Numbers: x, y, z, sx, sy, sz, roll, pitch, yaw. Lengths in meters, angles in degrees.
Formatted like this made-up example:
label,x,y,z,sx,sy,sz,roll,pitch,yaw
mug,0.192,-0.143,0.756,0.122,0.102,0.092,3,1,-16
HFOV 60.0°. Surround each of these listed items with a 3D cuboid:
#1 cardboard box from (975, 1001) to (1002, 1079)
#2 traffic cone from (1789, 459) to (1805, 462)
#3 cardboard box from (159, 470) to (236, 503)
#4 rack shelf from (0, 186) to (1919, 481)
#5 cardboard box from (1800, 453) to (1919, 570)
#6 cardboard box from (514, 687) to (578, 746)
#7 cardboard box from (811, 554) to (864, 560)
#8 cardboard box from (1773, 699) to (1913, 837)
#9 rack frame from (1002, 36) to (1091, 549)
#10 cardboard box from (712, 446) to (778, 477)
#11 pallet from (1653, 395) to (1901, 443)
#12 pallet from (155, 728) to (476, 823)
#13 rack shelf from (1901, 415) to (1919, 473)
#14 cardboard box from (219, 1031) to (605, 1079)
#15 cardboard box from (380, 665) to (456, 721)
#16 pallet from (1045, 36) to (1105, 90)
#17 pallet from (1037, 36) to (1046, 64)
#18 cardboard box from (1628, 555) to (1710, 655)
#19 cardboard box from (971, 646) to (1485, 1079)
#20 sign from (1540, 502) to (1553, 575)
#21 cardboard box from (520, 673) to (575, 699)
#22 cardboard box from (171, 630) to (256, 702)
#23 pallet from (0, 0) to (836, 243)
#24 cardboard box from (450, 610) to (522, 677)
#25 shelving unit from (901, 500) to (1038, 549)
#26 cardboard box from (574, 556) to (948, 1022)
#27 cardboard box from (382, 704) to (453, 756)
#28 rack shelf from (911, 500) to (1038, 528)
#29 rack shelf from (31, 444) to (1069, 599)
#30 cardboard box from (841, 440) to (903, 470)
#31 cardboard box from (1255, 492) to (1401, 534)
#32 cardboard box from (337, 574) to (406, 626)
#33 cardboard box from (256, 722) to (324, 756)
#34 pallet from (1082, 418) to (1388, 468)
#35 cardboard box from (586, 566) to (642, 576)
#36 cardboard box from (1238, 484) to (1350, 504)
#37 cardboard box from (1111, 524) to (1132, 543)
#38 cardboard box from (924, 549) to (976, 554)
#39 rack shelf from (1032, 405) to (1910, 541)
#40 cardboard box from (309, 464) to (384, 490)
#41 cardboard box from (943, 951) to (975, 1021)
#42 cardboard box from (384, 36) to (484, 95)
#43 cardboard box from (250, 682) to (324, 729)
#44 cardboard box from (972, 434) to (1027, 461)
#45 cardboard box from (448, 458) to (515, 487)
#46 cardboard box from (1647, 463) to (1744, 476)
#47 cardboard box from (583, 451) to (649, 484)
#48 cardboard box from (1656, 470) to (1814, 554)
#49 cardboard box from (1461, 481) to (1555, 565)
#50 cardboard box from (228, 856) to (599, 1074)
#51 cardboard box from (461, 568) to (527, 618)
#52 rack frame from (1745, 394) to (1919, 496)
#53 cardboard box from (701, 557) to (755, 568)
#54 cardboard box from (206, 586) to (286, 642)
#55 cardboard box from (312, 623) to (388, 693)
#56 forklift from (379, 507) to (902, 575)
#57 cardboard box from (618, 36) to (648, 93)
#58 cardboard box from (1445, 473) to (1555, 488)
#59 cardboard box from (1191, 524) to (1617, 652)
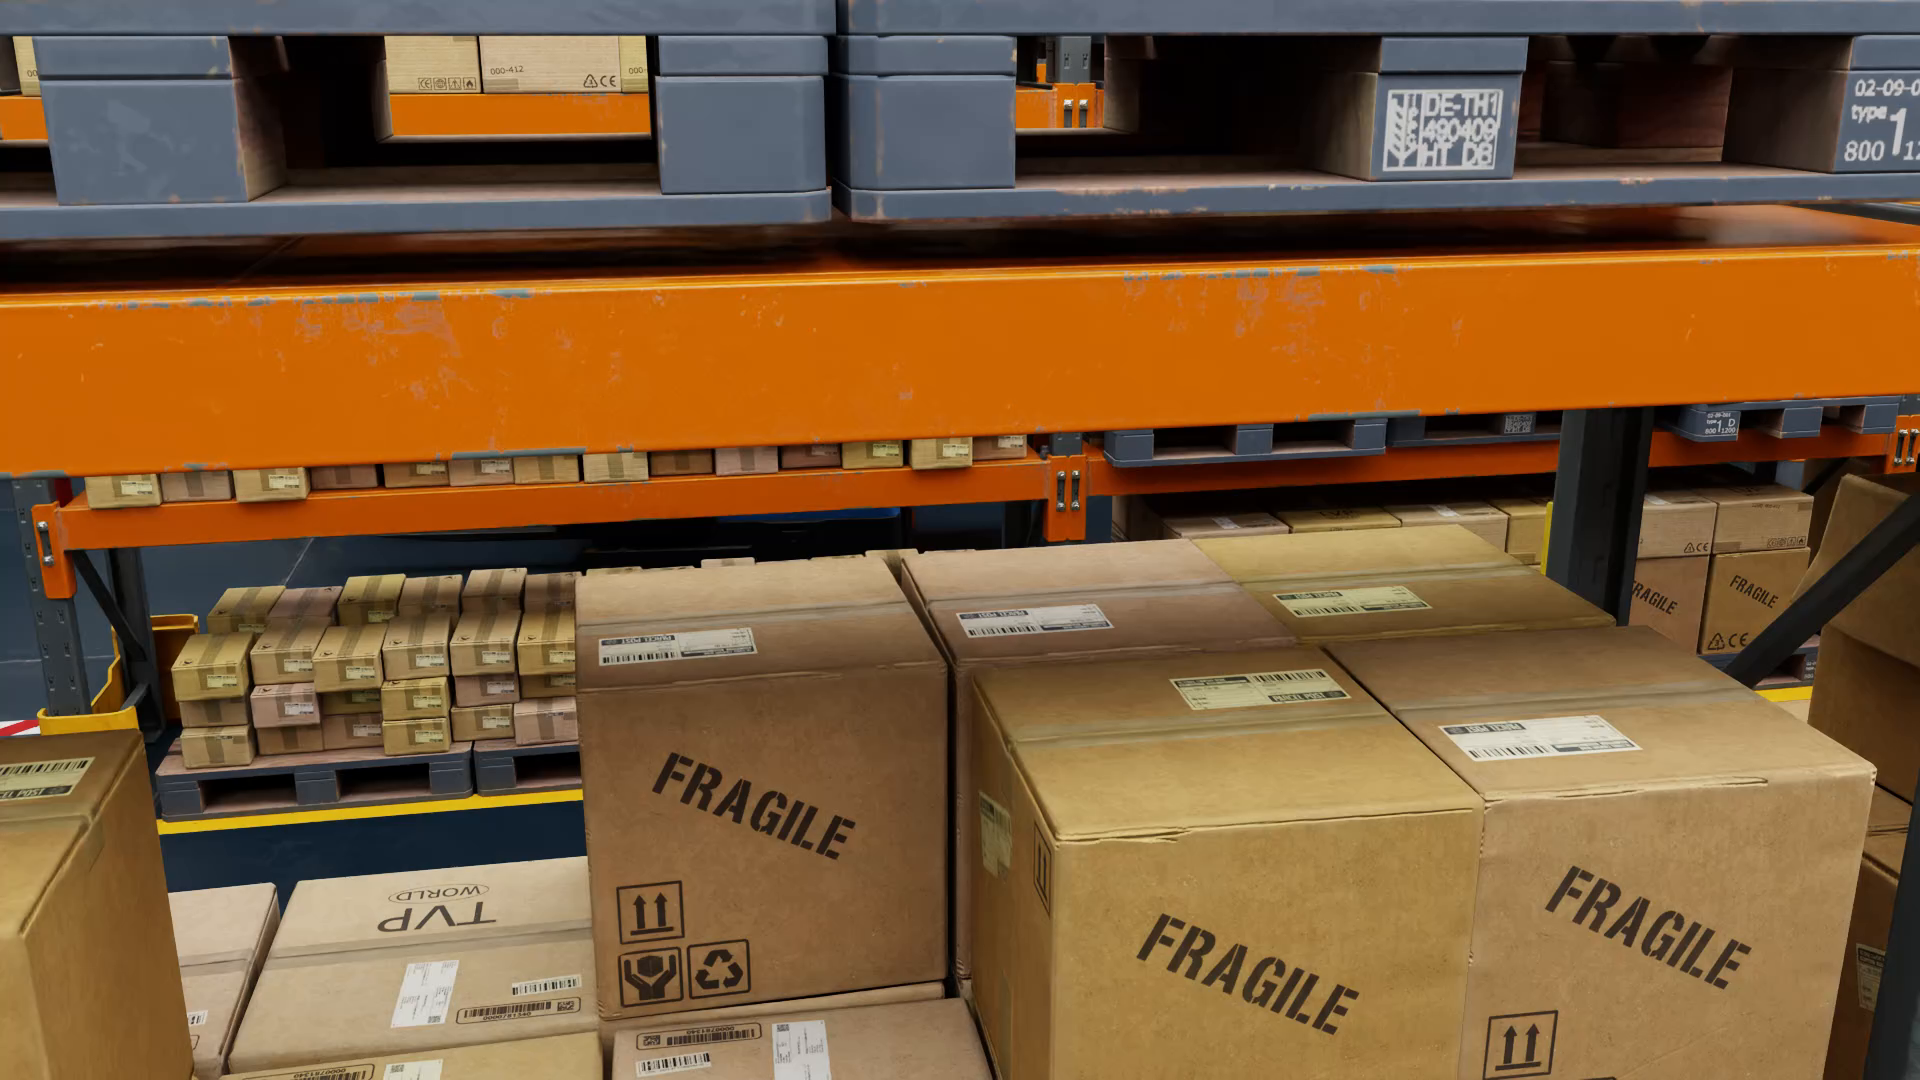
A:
label,x,y,z,sx,sy,sz,roll,pitch,yaw
cardboard box,0.308,0.830,2.249,0.500,0.250,0.500,-3,17,-9
traffic cone,6.222,-0.846,12.279,0.334,0.463,0.336,-3,17,-10
cardboard box,-2.948,-0.271,6.515,0.250,0.149,0.380,-3,17,-8
rack shelf,-0.765,-0.208,1.996,4.000,0.370,1.077,-3,17,-10
cardboard box,4.899,-0.021,8.387,0.750,0.750,1.050,-3,17,-11
cardboard box,-1.746,0.716,7.012,0.250,0.149,0.380,-4,18,-13
cardboard box,-0.541,0.199,7.682,0.250,0.149,0.380,-3,17,-11
cardboard box,1.606,0.618,3.020,0.500,0.500,0.500,-3,17,-10
rack frame,0.357,-0.665,7.367,0.127,3.000,1.000,-3,17,-10
cardboard box,-0.904,-0.387,6.890,0.250,0.149,0.380,-4,18,-13
pallet,3.605,-0.725,7.891,1.003,0.211,1.213,-3,17,-10
pallet,-2.691,0.852,7.179,1.213,0.211,1.003,-3,17,-10
rack shelf,6.248,-0.655,8.561,4.000,0.370,1.077,-3,17,-10
cardboard box,-0.692,0.886,2.068,0.500,0.250,0.500,-4,17,-12
cardboard box,-2.231,0.602,6.878,0.250,0.149,0.380,-3,17,-9
pallet,0.984,-2.012,6.966,1.003,0.211,1.213,-3,17,-10
pallet,0.210,-3.494,11.795,1.217,0.209,0.805,-4,18,-13
cardboard box,3.178,0.247,7.942,0.500,0.500,0.500,-3,17,-8
cardboard box,0.306,0.471,2.140,0.500,0.500,0.500,-3,17,-10
sign,1.086,0.099,3.043,0.005,0.325,0.100,-3,17,-10
cardboard box,-1.731,0.532,7.103,0.250,0.149,0.380,-2,17,-8
cardboard box,-2.991,0.505,6.687,0.250,0.149,0.380,-4,18,-13
pallet,-0.802,-0.511,1.909,1.213,0.211,1.003,-3,17,-10
cardboard box,-1.970,0.427,6.940,0.250,0.149,0.380,-3,17,-8
shelving unit,0.179,-0.530,10.122,1.048,1.125,0.538,-2,17,-6
cardboard box,-0.315,0.350,2.534,0.500,0.500,0.500,-4,17,-12
cardboard box,-2.239,0.747,6.912,0.250,0.149,0.380,-3,17,-10
rack shelf,0.179,-0.296,10.194,1.000,0.278,0.538,-2,17,-6
rack shelf,-1.607,-0.209,7.110,4.000,0.370,1.077,-3,17,-10
cardboard box,-0.385,-0.418,6.991,0.250,0.149,0.380,-3,17,-8
cardboard box,1.655,-0.024,7.547,0.500,0.250,0.500,-3,17,-9
cardboard box,-2.611,0.285,7.403,0.250,0.149,0.380,-4,17,-12
cardboard box,-2.754,0.745,6.917,0.250,0.149,0.380,-3,17,-11
pallet,1.135,-0.574,7.397,1.213,0.211,1.003,-3,17,-10
cardboard box,-1.560,0.252,7.509,0.250,0.149,0.380,-3,17,-10
cardboard box,1.548,-0.168,8.015,0.500,0.250,0.500,-2,17,-8
cardboard box,1.036,0.216,8.043,0.500,0.500,0.500,-4,17,-11
cardboard box,-0.020,0.172,7.769,0.250,0.149,0.380,-3,17,-8
rack shelf,2.321,-0.432,7.835,4.000,0.370,1.077,-3,17,-10
cardboard box,-2.445,-0.325,6.689,0.250,0.149,0.380,-2,17,-8
cardboard box,0.199,0.677,2.747,0.500,0.250,0.500,-3,17,-11
cardboard box,-2.060,-1.816,6.262,0.500,0.250,0.500,-4,17,-12
cardboard box,-2.727,0.624,6.806,0.250,0.149,0.380,-3,17,-11
cardboard box,0.121,-0.461,7.132,0.250,0.149,0.380,-3,17,-11
cardboard box,-1.927,-0.339,6.733,0.250,0.149,0.380,-4,17,-12
cardboard box,3.562,-0.283,8.390,0.500,0.250,0.500,-4,18,-13
cardboard box,-1.400,-0.353,6.781,0.250,0.149,0.380,-3,17,-9
cardboard box,3.663,-0.138,7.918,0.500,0.250,0.500,-4,17,-12
cardboard box,2.667,-0.083,7.738,0.500,0.250,0.500,-3,17,-9
cardboard box,-0.795,0.733,2.566,0.500,0.250,0.500,-3,17,-10
cardboard box,-2.091,0.258,7.491,0.250,0.149,0.380,-3,17,-8
rack frame,4.285,-0.887,8.092,0.127,3.000,1.000,-3,17,-10
cardboard box,-1.058,0.211,7.644,0.250,0.149,0.380,-3,17,-9
cardboard box,-3.098,0.333,7.245,0.250,0.149,0.380,-3,17,-10
cardboard box,-2.472,0.477,6.776,0.250,0.149,0.380,-3,17,-11
forklift,-1.889,-1.349,9.710,3.031,2.935,1.130,-1,17,-5
cardboard box,-1.064,-1.869,6.434,0.500,0.250,0.500,-3,17,-11
cardboard box,2.575,-0.231,8.220,0.500,0.250,0.500,-3,17,-10
cardboard box,0.680,0.295,2.715,0.500,0.500,0.500,-3,17,-10
